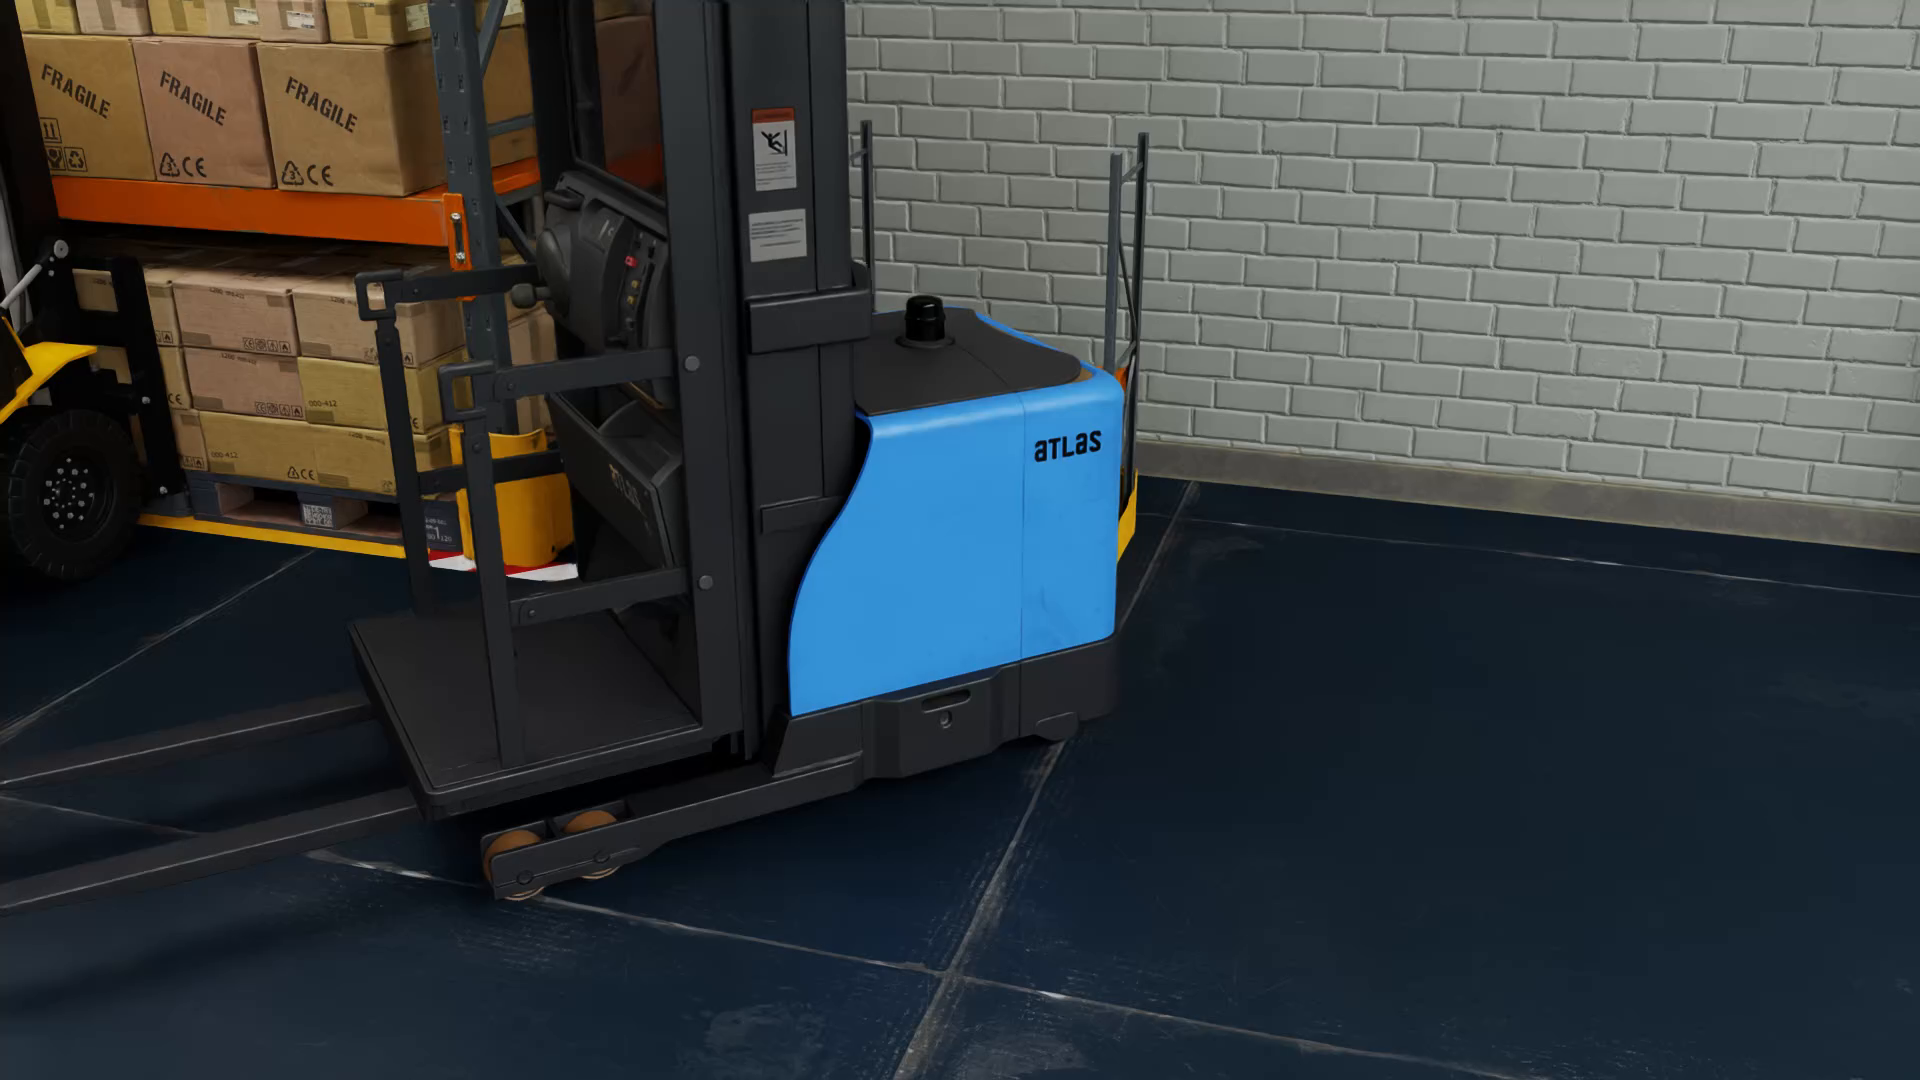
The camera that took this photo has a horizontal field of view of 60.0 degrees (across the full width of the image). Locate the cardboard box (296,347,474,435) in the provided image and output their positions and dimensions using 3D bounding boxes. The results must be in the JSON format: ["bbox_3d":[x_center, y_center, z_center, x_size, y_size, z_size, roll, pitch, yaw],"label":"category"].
[{"bbox_3d":[-2.093,-0.609,6.212,0.500,0.250,0.500,6,23,15],"label":"cardboard box"}]

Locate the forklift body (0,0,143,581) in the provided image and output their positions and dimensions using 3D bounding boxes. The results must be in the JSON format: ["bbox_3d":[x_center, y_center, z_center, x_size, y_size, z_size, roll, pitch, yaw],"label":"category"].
[{"bbox_3d":[-3.879,-0.668,5.064,1.214,2.155,2.313,7,23,16],"label":"forklift body"}]

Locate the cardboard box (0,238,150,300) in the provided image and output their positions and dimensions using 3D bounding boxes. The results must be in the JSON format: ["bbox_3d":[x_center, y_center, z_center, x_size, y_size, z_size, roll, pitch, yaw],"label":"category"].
[{"bbox_3d":[-3.527,-1.001,6.510,0.500,0.250,0.500,6,23,14],"label":"cardboard box"}]

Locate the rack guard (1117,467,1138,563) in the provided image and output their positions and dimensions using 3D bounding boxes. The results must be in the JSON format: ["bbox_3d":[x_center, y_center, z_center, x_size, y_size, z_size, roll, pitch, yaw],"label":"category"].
[{"bbox_3d":[0.550,-0.053,6.069,0.087,0.250,0.587,7,23,16],"label":"rack guard"}]

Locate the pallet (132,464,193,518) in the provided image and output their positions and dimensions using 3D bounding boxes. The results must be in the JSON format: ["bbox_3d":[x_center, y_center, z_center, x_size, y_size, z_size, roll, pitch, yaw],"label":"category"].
[{"bbox_3d":[-3.445,-0.428,7.036,1.213,0.211,1.003,7,23,15],"label":"pallet"}]

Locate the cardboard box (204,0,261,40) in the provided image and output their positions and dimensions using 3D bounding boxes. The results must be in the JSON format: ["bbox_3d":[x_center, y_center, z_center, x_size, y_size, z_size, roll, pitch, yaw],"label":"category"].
[{"bbox_3d":[-2.434,-1.866,5.880,0.250,0.149,0.380,7,23,17],"label":"cardboard box"}]

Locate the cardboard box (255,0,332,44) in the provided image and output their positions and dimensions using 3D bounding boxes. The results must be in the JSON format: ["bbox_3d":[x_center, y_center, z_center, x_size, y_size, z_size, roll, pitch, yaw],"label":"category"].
[{"bbox_3d":[-2.203,-1.815,5.756,0.250,0.149,0.380,7,23,16],"label":"cardboard box"}]

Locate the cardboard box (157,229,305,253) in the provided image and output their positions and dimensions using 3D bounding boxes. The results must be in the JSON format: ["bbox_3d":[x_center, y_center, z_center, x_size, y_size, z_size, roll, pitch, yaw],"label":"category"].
[{"bbox_3d":[-2.897,-1.134,6.834,0.500,0.250,0.500,6,23,15],"label":"cardboard box"}]

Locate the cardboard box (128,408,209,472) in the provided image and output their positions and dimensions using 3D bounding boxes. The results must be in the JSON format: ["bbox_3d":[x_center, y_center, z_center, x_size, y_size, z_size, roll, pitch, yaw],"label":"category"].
[{"bbox_3d":[-3.028,-0.490,6.582,0.500,0.250,0.500,7,23,16],"label":"cardboard box"}]

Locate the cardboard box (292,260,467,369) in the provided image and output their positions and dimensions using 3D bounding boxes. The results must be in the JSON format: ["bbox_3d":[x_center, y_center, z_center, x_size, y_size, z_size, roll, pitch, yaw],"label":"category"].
[{"bbox_3d":[-2.068,-0.837,6.111,0.500,0.250,0.500,7,23,17],"label":"cardboard box"}]

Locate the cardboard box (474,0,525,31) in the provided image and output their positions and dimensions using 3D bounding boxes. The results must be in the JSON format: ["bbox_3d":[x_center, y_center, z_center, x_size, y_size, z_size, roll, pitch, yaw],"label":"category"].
[{"bbox_3d":[-1.787,-1.993,6.190,0.250,0.149,0.380,6,23,14],"label":"cardboard box"}]

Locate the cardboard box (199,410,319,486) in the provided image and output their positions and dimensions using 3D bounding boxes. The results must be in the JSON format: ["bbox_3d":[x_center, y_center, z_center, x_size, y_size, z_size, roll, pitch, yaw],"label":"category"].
[{"bbox_3d":[-2.551,-0.432,6.441,0.500,0.250,0.500,7,23,15],"label":"cardboard box"}]

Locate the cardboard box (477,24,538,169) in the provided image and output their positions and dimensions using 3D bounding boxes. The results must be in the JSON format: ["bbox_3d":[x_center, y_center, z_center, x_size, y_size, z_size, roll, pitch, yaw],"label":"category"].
[{"bbox_3d":[-1.931,-1.717,6.371,0.500,0.500,0.500,7,23,17],"label":"cardboard box"}]

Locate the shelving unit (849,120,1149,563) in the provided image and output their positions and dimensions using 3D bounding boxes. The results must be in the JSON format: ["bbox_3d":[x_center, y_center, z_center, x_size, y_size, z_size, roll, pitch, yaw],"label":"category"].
[{"bbox_3d":[0.073,-0.686,5.965,1.083,1.500,0.587,7,23,16],"label":"shelving unit"}]

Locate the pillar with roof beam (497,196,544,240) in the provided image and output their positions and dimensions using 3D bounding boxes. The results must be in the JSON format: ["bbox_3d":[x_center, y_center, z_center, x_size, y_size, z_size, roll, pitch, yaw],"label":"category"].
[{"bbox_3d":[-3.187,-3.131,2.044,0.400,9.000,9.100,7,23,16],"label":"pillar with roof beam"}]

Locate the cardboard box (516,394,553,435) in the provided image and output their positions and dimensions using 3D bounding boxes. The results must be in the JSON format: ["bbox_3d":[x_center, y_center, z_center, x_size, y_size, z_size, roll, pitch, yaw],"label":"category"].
[{"bbox_3d":[-1.951,-0.562,6.758,0.500,0.250,0.500,7,23,16],"label":"cardboard box"}]

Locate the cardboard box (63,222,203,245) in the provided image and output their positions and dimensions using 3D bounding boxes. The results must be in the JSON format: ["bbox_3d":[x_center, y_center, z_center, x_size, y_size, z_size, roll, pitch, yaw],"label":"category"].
[{"bbox_3d":[-3.386,-1.192,6.977,0.500,0.250,0.500,6,23,14],"label":"cardboard box"}]

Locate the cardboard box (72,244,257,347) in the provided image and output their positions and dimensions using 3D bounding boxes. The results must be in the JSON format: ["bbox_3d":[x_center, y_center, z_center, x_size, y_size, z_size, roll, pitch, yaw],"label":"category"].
[{"bbox_3d":[-3.044,-0.943,6.368,0.500,0.250,0.500,7,23,16],"label":"cardboard box"}]

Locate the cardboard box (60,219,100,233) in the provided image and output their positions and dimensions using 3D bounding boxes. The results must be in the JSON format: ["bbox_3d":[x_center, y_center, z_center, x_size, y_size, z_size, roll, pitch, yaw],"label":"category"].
[{"bbox_3d":[-3.870,-1.244,7.104,0.500,0.250,0.500,7,23,16],"label":"cardboard box"}]

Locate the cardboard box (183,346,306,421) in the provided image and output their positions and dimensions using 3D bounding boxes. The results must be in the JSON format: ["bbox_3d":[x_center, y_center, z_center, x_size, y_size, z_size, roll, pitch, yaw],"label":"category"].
[{"bbox_3d":[-2.570,-0.667,6.356,0.500,0.250,0.500,6,23,15],"label":"cardboard box"}]

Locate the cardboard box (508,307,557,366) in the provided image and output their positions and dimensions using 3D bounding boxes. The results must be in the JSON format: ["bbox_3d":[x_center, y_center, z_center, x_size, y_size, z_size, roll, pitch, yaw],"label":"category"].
[{"bbox_3d":[-1.927,-0.796,6.668,0.500,0.250,0.500,7,23,16],"label":"cardboard box"}]

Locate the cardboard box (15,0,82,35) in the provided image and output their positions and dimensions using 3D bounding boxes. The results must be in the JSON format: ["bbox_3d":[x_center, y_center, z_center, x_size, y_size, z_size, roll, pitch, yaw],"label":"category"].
[{"bbox_3d":[-3.185,-1.930,6.035,0.250,0.149,0.380,7,23,16],"label":"cardboard box"}]

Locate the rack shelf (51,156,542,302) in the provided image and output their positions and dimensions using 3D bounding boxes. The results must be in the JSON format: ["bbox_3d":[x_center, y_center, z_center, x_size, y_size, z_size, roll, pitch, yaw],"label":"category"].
[{"bbox_3d":[-3.452,-1.402,6.683,4.000,0.370,1.077,7,23,16],"label":"rack shelf"}]

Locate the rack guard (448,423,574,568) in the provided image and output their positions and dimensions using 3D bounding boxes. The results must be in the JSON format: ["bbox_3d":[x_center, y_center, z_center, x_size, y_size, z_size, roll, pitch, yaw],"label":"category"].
[{"bbox_3d":[-1.514,-0.356,6.480,0.348,0.500,1.175,7,23,16],"label":"rack guard"}]

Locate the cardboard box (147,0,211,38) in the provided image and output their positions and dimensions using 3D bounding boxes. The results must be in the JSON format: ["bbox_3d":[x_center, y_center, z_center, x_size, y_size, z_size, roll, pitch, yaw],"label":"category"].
[{"bbox_3d":[-2.668,-1.897,5.956,0.250,0.149,0.380,6,23,15],"label":"cardboard box"}]

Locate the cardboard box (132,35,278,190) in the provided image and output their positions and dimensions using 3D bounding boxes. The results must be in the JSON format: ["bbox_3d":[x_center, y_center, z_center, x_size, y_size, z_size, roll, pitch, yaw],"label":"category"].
[{"bbox_3d":[-2.578,-1.580,6.038,0.500,0.500,0.500,7,23,17],"label":"cardboard box"}]

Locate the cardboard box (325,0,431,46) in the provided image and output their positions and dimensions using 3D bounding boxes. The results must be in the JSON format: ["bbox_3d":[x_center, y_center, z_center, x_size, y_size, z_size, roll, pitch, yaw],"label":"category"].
[{"bbox_3d":[-1.950,-1.798,5.714,0.250,0.149,0.380,7,23,16],"label":"cardboard box"}]

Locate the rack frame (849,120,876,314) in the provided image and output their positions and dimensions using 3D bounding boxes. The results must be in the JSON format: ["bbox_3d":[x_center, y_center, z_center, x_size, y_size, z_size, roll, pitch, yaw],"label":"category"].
[{"bbox_3d":[-0.405,-0.740,6.098,0.032,1.500,0.500,7,23,16],"label":"rack frame"}]

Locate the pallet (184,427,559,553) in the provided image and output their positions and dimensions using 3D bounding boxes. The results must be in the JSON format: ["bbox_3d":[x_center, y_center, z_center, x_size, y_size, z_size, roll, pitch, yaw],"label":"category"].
[{"bbox_3d":[-2.281,-0.294,6.708,1.213,0.211,1.003,7,23,16],"label":"pallet"}]

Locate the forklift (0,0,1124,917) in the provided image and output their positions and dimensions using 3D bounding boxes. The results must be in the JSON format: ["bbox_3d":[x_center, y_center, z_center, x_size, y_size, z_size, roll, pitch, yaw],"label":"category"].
[{"bbox_3d":[-1.080,-0.696,4.105,3.031,2.935,1.130,-12,25,-26],"label":"forklift"}]

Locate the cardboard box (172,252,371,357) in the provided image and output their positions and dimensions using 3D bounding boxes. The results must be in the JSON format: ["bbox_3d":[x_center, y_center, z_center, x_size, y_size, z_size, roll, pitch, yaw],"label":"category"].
[{"bbox_3d":[-2.558,-0.891,6.242,0.500,0.250,0.500,7,23,16],"label":"cardboard box"}]

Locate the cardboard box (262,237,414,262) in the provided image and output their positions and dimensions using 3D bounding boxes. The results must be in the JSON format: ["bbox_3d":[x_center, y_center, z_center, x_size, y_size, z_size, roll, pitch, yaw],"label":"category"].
[{"bbox_3d":[-2.422,-1.075,6.690,0.500,0.250,0.500,7,23,16],"label":"cardboard box"}]

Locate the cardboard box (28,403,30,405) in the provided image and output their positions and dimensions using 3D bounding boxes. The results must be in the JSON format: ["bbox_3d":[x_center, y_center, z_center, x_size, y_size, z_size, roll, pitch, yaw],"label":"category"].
[{"bbox_3d":[-3.531,-0.539,6.701,0.500,0.250,0.500,7,23,17],"label":"cardboard box"}]

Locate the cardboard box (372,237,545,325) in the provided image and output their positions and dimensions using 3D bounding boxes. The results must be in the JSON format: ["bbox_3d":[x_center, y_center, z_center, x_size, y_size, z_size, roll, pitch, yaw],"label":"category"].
[{"bbox_3d":[-1.942,-1.021,6.560,0.500,0.250,0.500,6,23,15],"label":"cardboard box"}]

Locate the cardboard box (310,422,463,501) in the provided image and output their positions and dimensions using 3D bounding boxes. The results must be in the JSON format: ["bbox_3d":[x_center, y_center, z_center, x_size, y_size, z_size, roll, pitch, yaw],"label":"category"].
[{"bbox_3d":[-2.078,-0.374,6.299,0.500,0.250,0.500,7,23,16],"label":"cardboard box"}]

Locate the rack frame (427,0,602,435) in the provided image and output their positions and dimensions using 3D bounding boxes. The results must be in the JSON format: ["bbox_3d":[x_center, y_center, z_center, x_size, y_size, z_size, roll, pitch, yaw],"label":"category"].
[{"bbox_3d":[-1.537,-1.515,6.012,0.127,3.000,1.000,7,23,16],"label":"rack frame"}]

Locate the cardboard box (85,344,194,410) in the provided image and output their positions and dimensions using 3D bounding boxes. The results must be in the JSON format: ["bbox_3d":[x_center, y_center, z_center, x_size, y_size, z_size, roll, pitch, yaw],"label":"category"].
[{"bbox_3d":[-3.071,-0.716,6.475,0.500,0.250,0.500,6,23,14],"label":"cardboard box"}]

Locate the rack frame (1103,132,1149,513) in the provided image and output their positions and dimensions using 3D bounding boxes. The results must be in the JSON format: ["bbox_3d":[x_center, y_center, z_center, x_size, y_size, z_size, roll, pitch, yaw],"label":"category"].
[{"bbox_3d":[0.568,-0.629,5.827,0.032,1.500,0.500,7,23,16],"label":"rack frame"}]

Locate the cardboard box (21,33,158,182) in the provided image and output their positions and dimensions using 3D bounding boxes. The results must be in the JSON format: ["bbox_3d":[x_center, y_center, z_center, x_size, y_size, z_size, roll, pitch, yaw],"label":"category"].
[{"bbox_3d":[-3.069,-1.636,6.175,0.500,0.500,0.500,6,23,14],"label":"cardboard box"}]

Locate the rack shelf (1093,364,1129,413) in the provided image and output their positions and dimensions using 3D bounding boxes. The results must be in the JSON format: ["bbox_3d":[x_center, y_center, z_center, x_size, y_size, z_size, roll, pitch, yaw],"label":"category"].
[{"bbox_3d":[0.082,-0.518,6.031,1.000,0.185,0.538,7,23,16],"label":"rack shelf"}]

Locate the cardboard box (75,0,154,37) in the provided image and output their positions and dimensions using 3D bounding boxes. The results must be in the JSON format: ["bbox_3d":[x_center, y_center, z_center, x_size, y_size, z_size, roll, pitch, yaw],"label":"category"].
[{"bbox_3d":[-2.937,-1.909,5.985,0.250,0.149,0.380,6,23,14],"label":"cardboard box"}]

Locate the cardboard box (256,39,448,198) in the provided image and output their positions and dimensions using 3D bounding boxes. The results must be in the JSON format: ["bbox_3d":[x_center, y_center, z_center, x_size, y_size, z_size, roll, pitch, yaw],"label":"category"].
[{"bbox_3d":[-2.084,-1.520,5.892,0.500,0.500,0.500,6,23,14],"label":"cardboard box"}]
